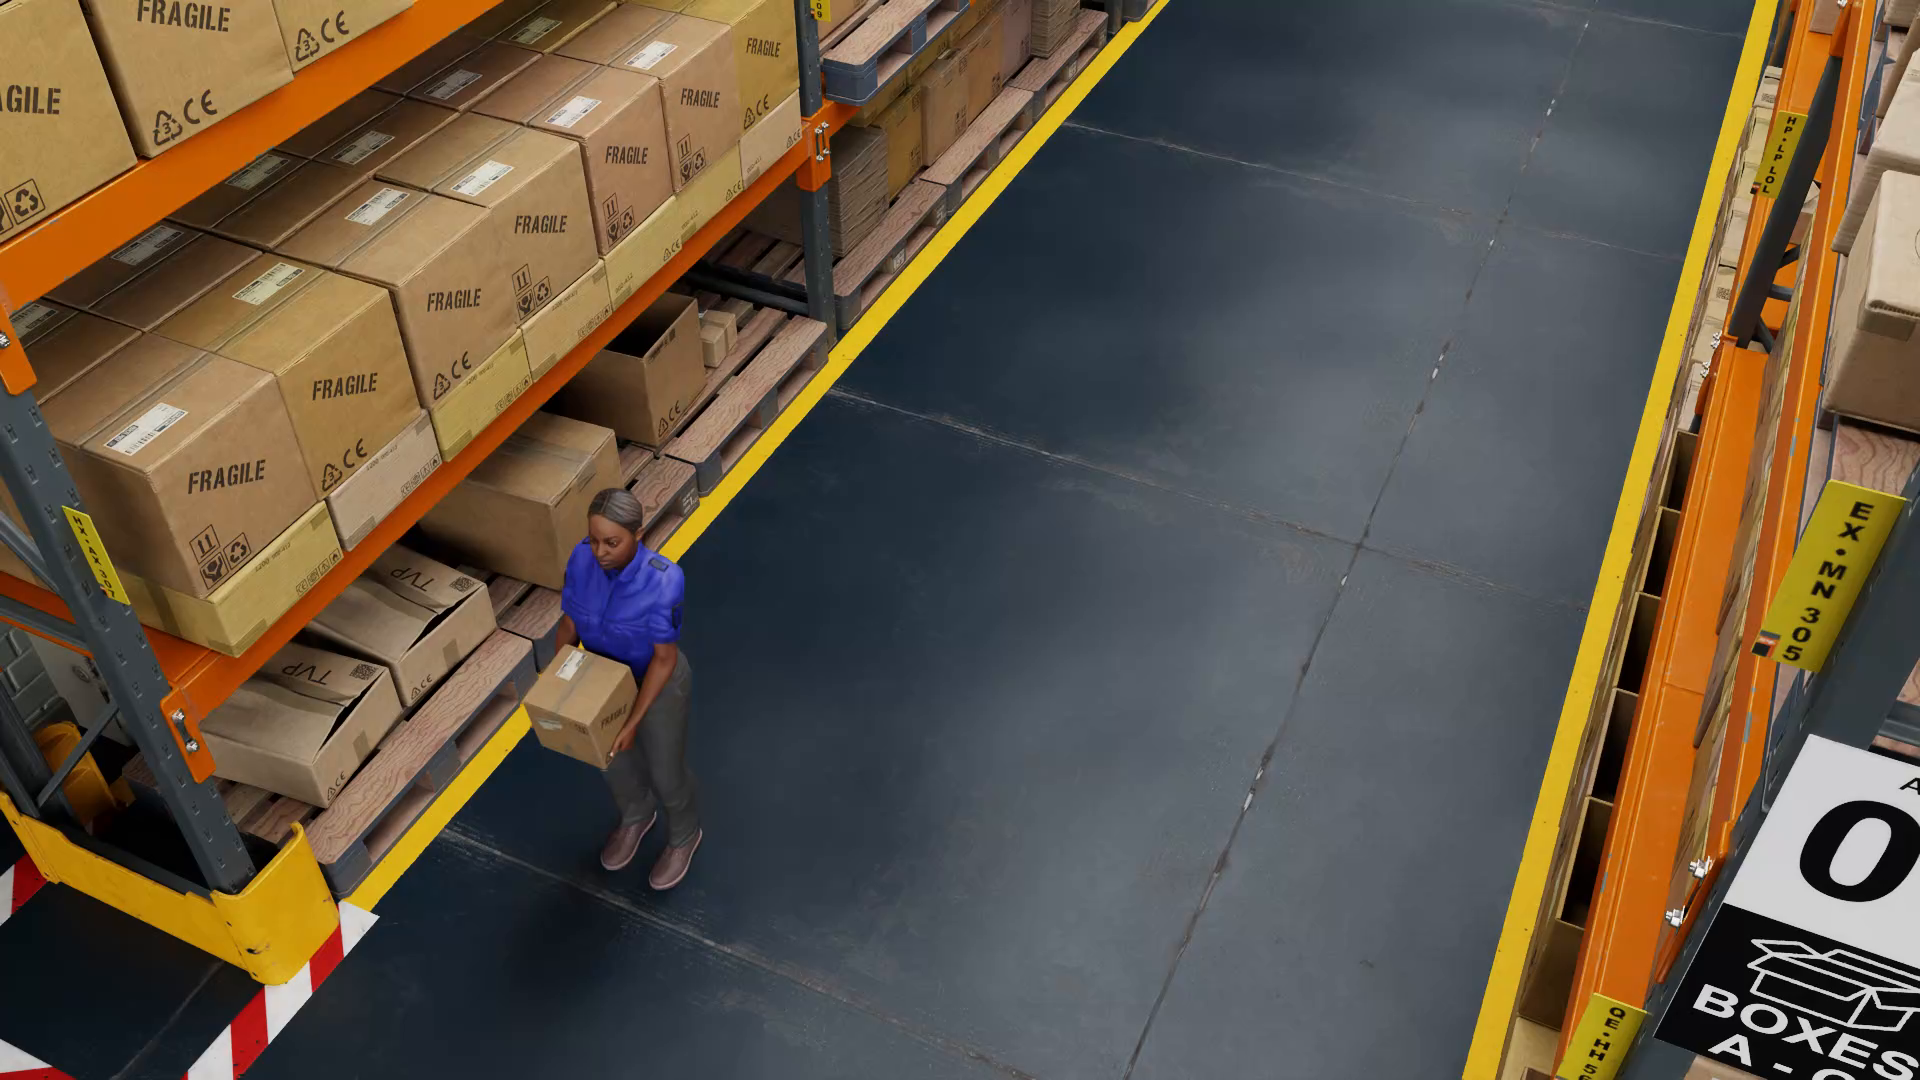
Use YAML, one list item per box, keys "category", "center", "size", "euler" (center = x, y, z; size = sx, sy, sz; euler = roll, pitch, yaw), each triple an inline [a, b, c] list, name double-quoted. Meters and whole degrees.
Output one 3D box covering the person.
- category: "person"
  center: [-1.131, 0.550, 5.575]
  size: [0.441, 1.643, 0.501]
  euler: [17, 45, 18]
